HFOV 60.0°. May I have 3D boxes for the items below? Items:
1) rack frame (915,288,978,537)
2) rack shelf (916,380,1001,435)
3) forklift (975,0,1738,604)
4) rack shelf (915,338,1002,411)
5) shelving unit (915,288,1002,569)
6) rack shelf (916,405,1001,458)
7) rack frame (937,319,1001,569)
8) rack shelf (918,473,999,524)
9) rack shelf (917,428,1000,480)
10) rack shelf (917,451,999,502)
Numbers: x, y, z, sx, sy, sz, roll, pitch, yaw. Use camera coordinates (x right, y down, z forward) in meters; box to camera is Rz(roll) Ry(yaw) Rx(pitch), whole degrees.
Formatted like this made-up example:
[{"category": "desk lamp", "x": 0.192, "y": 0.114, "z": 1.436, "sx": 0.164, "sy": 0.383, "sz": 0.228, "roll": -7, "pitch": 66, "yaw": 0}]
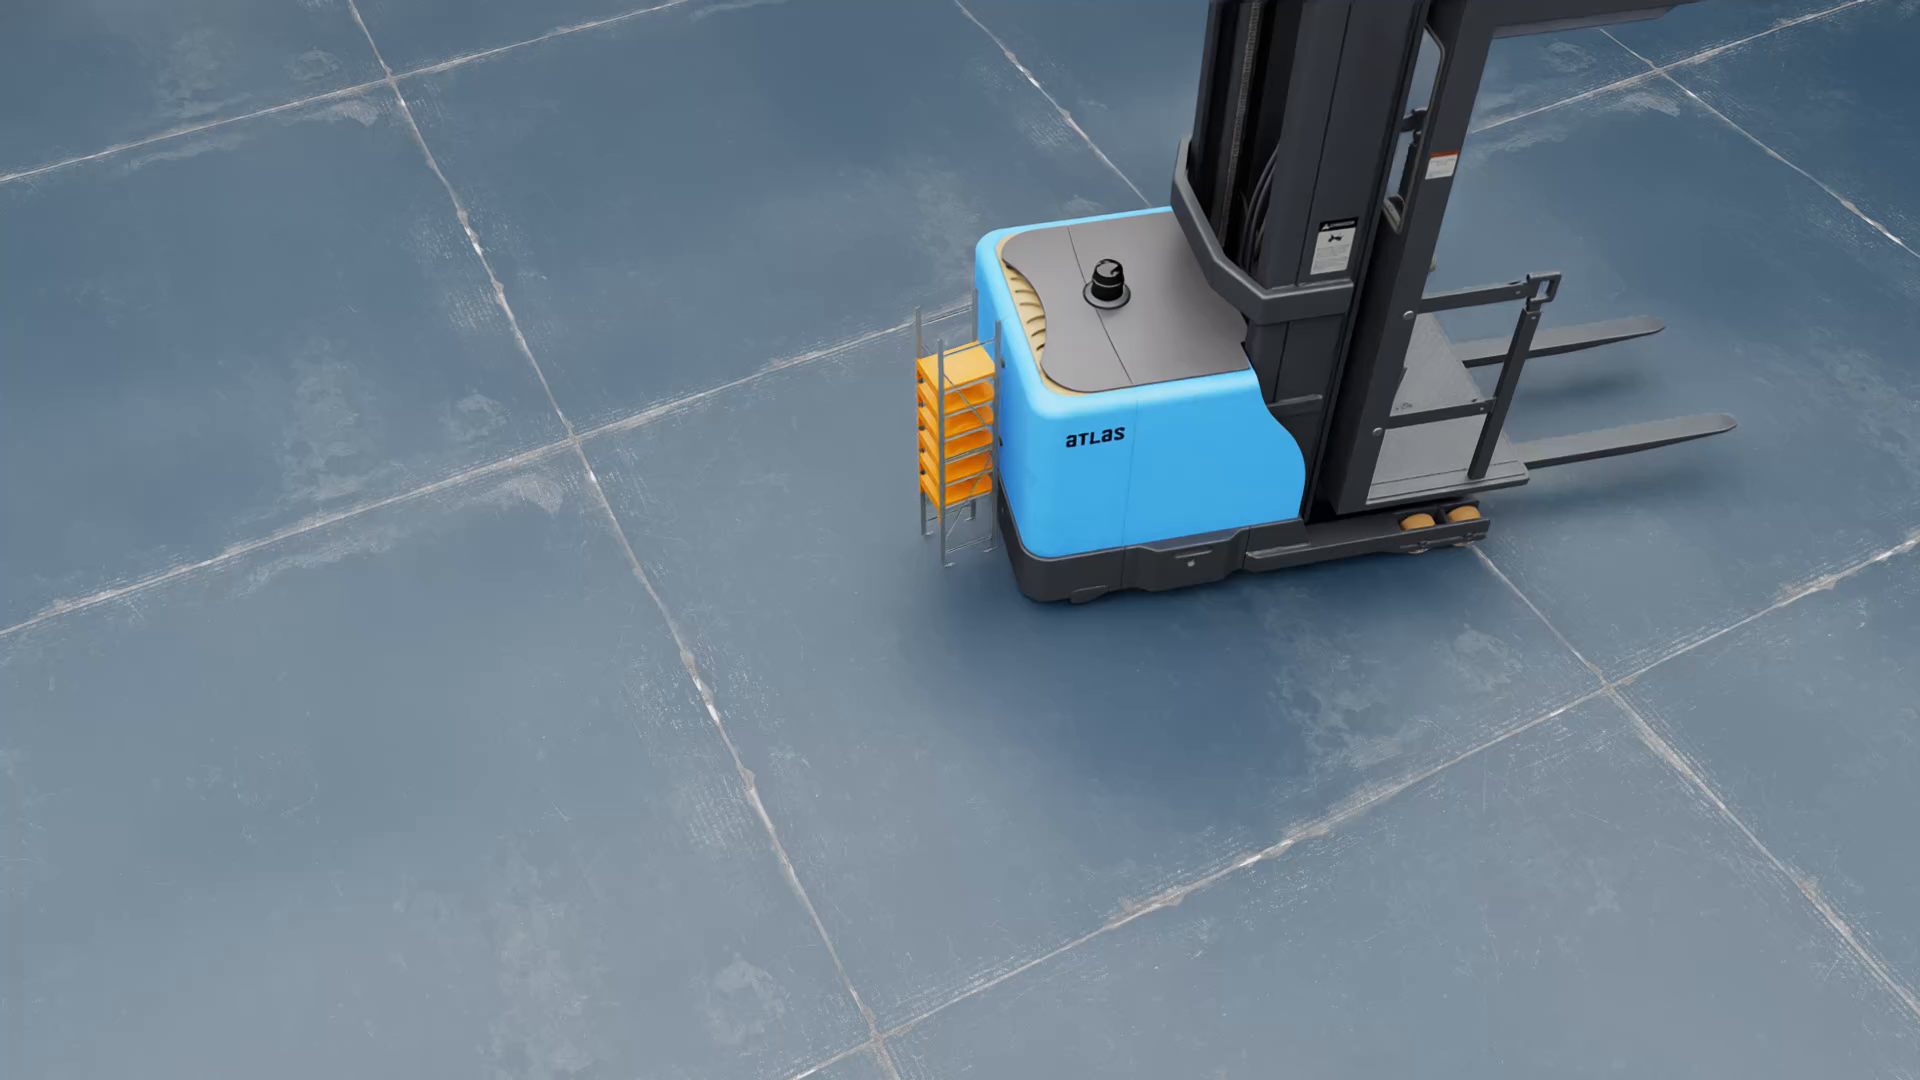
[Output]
[{"category": "rack frame", "x": -0.046, "y": -0.447, "z": 6.236, "sx": 0.240, "sy": 1.200, "sz": 0.006, "roll": -20, "pitch": 52, "yaw": -16}, {"category": "rack shelf", "x": -0.006, "y": -0.513, "z": 6.034, "sx": 0.258, "sy": 0.103, "sz": 0.180, "roll": -20, "pitch": 52, "yaw": -16}, {"category": "forklift", "x": 1.615, "y": -1.293, "z": 5.826, "sx": 3.031, "sy": 2.935, "sz": 1.130, "roll": -9, "pitch": 49, "yaw": -8}, {"category": "rack shelf", "x": -0.006, "y": -0.592, "z": 5.944, "sx": 0.258, "sy": 0.103, "sz": 0.180, "roll": -20, "pitch": 52, "yaw": -16}, {"category": "shelving unit", "x": -0.006, "y": -0.384, "z": 6.182, "sx": 0.258, "sy": 1.200, "sz": 0.189, "roll": -20, "pitch": 52, "yaw": -16}, {"category": "rack shelf", "x": -0.006, "y": -0.434, "z": 6.125, "sx": 0.258, "sy": 0.103, "sz": 0.180, "roll": -20, "pitch": 52, "yaw": -16}, {"category": "rack frame", "x": 0.033, "y": -0.322, "z": 6.127, "sx": 0.240, "sy": 1.200, "sz": 0.006, "roll": -20, "pitch": 52, "yaw": -16}, {"category": "rack shelf", "x": -0.006, "y": -0.197, "z": 6.396, "sx": 0.258, "sy": 0.103, "sz": 0.180, "roll": -20, "pitch": 52, "yaw": -16}, {"category": "rack shelf", "x": -0.006, "y": -0.355, "z": 6.215, "sx": 0.258, "sy": 0.103, "sz": 0.180, "roll": -20, "pitch": 52, "yaw": -16}, {"category": "rack shelf", "x": -0.006, "y": -0.276, "z": 6.305, "sx": 0.258, "sy": 0.103, "sz": 0.180, "roll": -20, "pitch": 52, "yaw": -16}]
